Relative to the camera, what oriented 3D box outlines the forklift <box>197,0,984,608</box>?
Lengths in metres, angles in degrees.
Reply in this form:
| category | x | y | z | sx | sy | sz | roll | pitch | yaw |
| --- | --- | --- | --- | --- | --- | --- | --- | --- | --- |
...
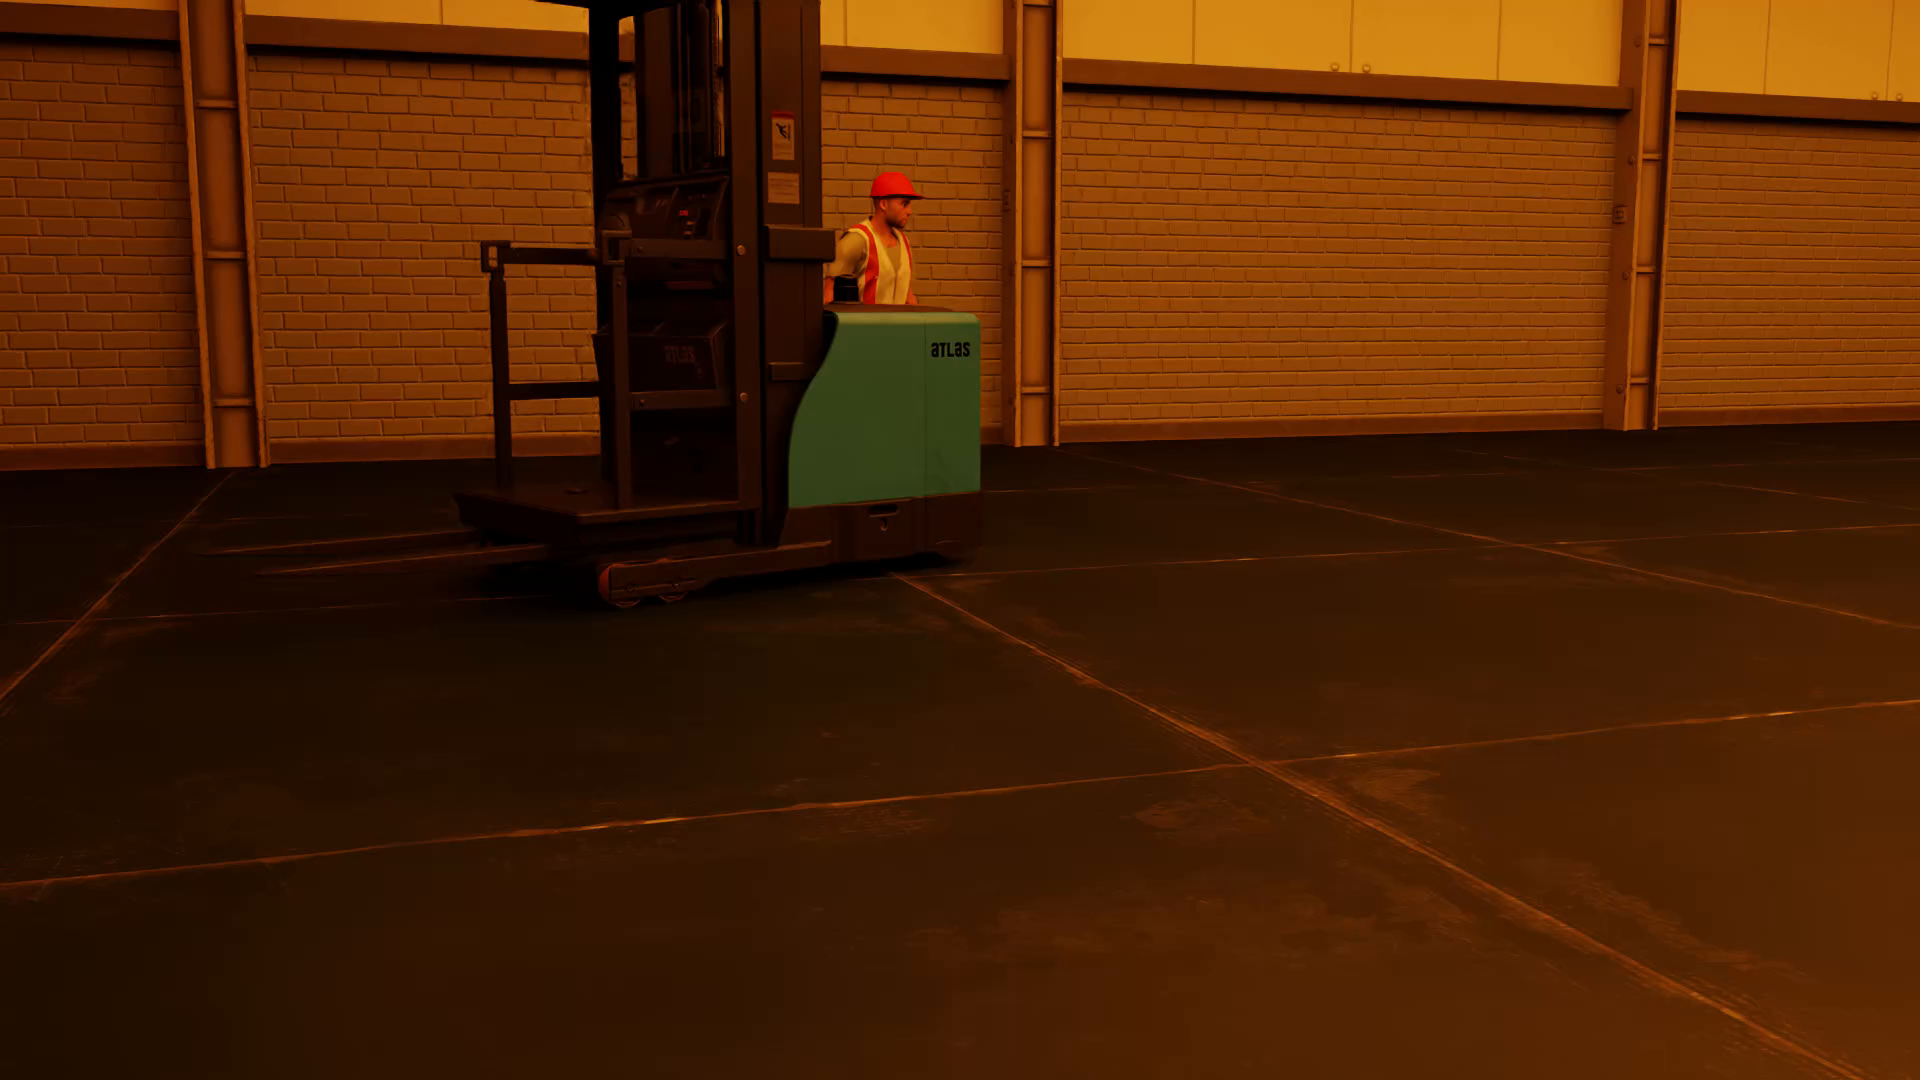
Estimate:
| category | x | y | z | sx | sy | sz | roll | pitch | yaw |
| --- | --- | --- | --- | --- | --- | --- | --- | --- | --- |
| forklift | -1.349 | -1.282 | 6.476 | 3.031 | 2.935 | 1.130 | -6 | 10 | -40 |

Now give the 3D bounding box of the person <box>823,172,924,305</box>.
| category | x | y | z | sx | sy | sz | roll | pitch | yaw |
| --- | --- | --- | --- | --- | --- | --- | --- | --- | --- |
| person | -0.389 | -1.025 | 8.680 | 0.430 | 1.749 | 0.849 | 6 | 10 | 37 |
